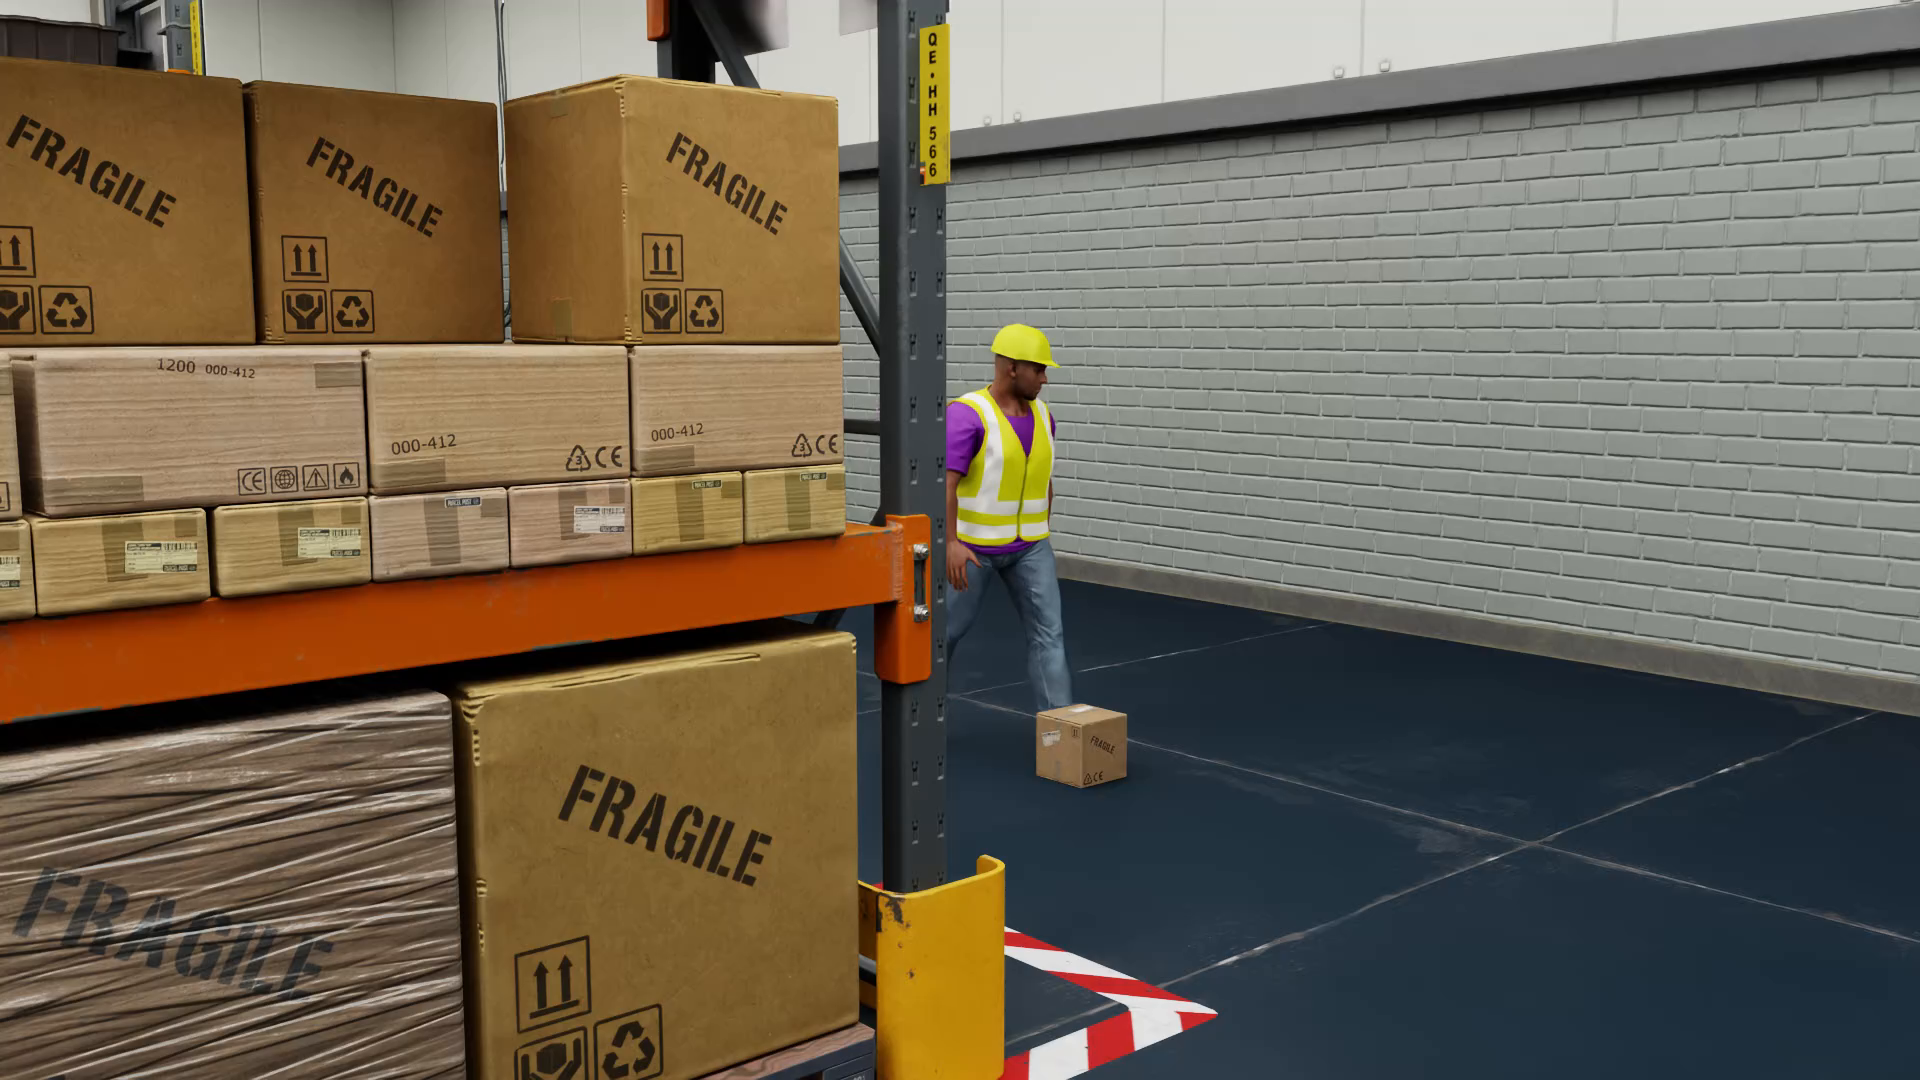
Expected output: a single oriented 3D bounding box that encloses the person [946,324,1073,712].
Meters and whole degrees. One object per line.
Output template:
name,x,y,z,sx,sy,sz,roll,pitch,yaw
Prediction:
person,0.139,0.011,6.668,0.675,1.742,0.927,-4,9,-31
